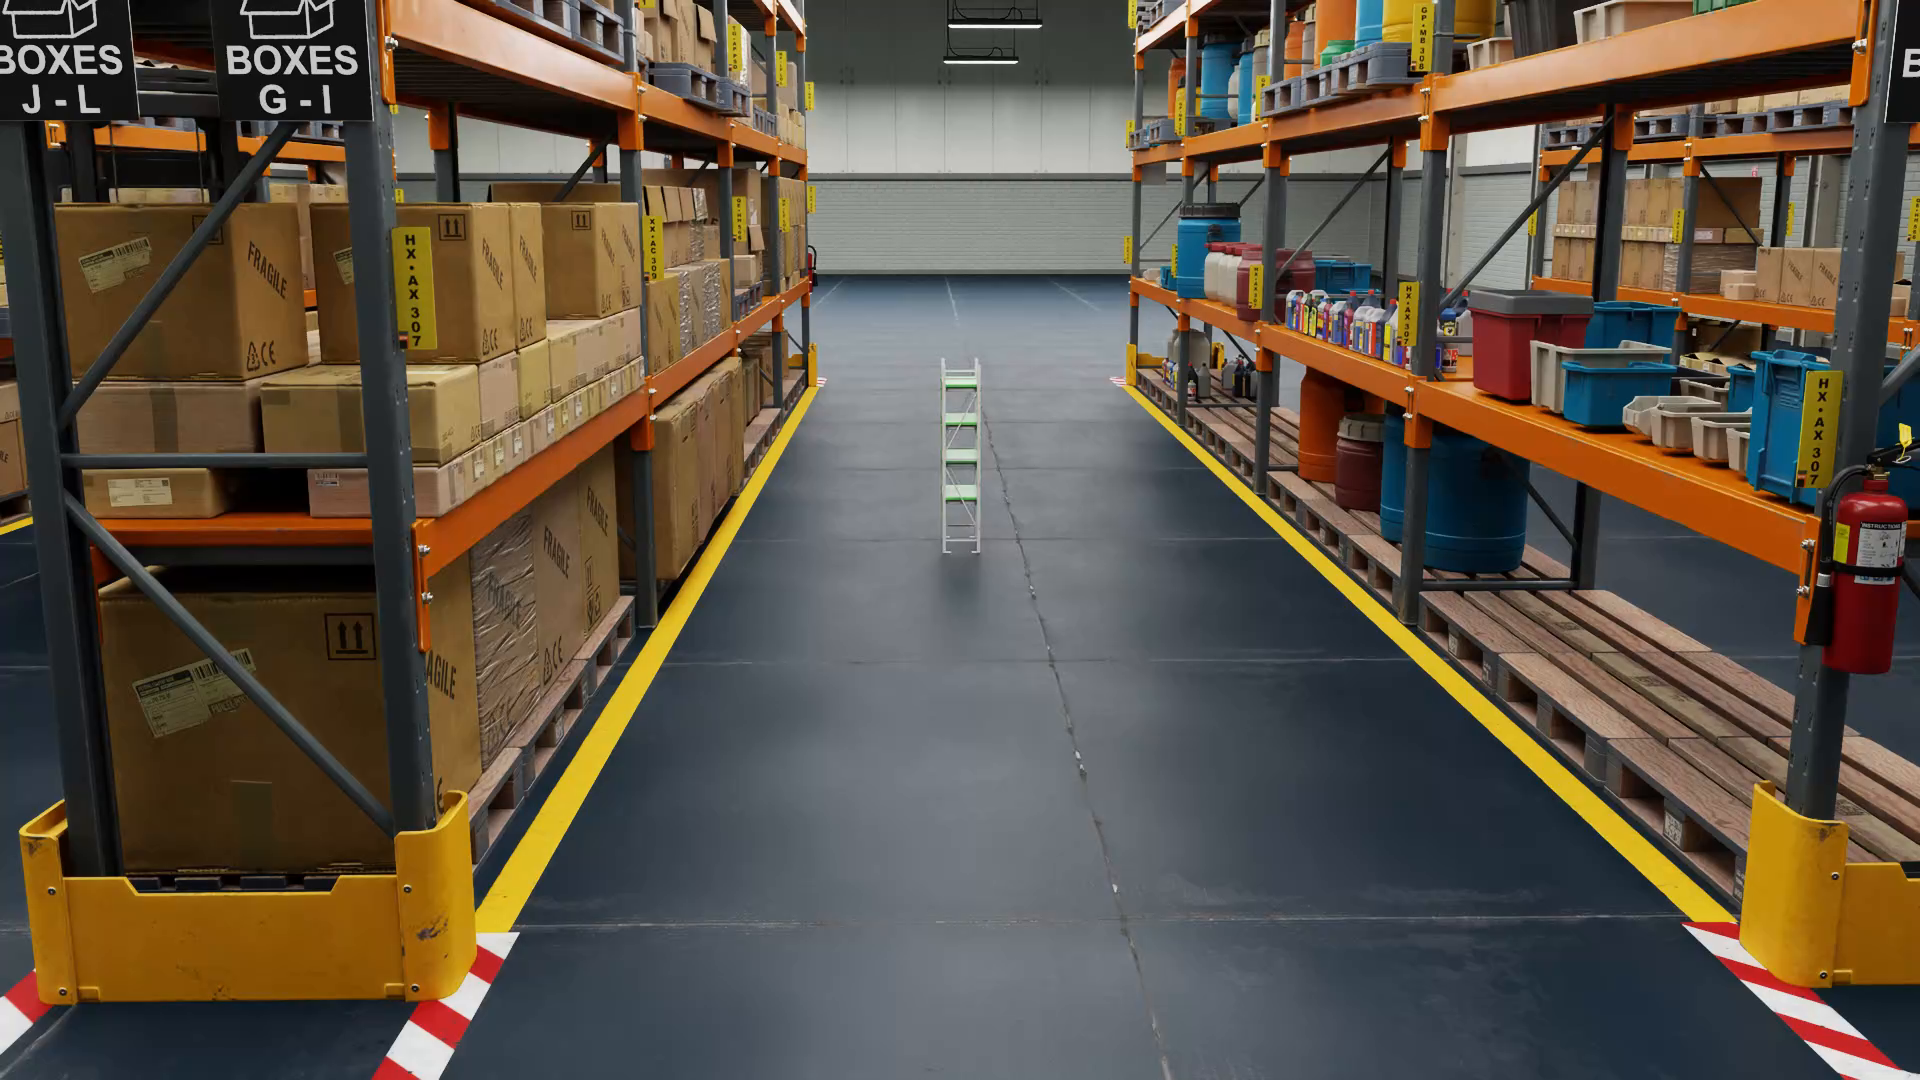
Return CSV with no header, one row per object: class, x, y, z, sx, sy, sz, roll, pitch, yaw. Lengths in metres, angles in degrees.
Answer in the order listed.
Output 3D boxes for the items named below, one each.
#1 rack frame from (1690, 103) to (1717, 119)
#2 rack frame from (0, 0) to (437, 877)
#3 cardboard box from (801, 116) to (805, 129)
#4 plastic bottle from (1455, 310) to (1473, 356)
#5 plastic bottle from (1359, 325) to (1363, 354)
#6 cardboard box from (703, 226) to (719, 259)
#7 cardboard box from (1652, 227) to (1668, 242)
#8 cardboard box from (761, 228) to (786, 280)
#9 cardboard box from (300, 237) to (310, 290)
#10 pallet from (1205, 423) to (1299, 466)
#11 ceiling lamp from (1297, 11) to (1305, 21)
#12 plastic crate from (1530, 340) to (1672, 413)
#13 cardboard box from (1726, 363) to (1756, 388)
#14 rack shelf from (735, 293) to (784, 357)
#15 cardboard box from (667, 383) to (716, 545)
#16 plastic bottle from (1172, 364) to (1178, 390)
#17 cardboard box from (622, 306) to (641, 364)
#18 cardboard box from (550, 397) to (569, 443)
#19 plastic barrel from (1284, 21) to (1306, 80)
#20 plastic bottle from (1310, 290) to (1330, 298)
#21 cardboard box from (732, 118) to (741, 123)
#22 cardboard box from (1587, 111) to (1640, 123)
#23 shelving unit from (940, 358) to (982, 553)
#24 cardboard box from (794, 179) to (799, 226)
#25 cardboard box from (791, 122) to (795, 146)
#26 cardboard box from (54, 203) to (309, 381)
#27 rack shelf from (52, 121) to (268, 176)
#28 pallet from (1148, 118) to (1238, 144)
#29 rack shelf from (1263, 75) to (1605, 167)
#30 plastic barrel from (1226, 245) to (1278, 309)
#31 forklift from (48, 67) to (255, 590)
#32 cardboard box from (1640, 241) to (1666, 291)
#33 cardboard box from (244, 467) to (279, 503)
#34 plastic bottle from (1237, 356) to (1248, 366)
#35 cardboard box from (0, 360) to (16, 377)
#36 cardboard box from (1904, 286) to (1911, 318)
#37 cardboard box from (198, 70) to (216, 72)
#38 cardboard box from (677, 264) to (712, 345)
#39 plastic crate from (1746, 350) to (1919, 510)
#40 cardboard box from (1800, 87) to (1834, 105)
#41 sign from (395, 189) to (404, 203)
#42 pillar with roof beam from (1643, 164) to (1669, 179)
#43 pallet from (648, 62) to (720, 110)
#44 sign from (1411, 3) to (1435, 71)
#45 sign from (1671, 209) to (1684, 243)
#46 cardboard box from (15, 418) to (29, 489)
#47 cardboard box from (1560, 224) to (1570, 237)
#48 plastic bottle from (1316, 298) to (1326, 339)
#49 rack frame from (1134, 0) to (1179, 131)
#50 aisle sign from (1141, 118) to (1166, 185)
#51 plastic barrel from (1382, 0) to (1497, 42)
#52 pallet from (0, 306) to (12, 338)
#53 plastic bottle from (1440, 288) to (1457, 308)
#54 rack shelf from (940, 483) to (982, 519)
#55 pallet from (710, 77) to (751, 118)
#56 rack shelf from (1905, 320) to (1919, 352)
rack frame,7.636,-5.576,15.912,1.000,3.000,0.127,0,11,-1
rack frame,-2.020,-0.211,4.554,1.000,3.000,0.127,0,11,-1
cardboard box,-2.033,-4.929,19.642,0.380,0.149,0.250,0,11,-1
plastic bottle,3.050,-1.242,9.951,0.152,0.276,0.135,0,11,-1
plastic bottle,2.468,-1.228,10.070,0.097,0.201,0.097,0,11,0
cardboard box,-2.348,-2.274,13.414,0.700,0.500,0.500,1,12,7
cardboard box,7.406,-3.157,17.195,0.380,0.149,0.250,-1,11,-3
cardboard box,-2.215,-2.881,16.714,0.875,0.500,0.500,0,11,-1
cardboard box,-7.282,-2.852,17.195,0.875,0.550,0.550,0,11,-1
pallet,2.767,-0.851,14.722,1.003,0.211,1.213,0,11,-1
ceiling lamp,8.074,-12.482,35.268,2.000,3.185,0.800,0,11,-1
plastic crate,2.697,-0.693,7.079,0.437,0.282,0.530,0,11,-1
cardboard box,7.413,-1.484,15.277,0.500,0.311,0.500,-1,11,-3
rack shelf,-2.226,-1.846,14.423,1.077,0.370,4.000,0,11,-1
cardboard box,-2.155,-0.475,10.145,1.225,0.875,0.875,-1,11,-3
plastic bottle,2.373,-1.759,17.928,0.152,0.276,0.135,0,11,0
cardboard box,-1.831,-0.991,8.031,0.500,0.250,0.500,0,11,-2
cardboard box,-1.730,-0.465,6.440,0.380,0.149,0.250,-1,11,-3
plastic barrel,2.953,-3.796,13.601,0.600,0.830,0.708,0,11,-1
plastic bottle,2.605,-1.674,12.077,0.152,0.276,0.135,0,11,-1
cardboard box,-1.940,-3.292,12.575,0.500,0.250,0.500,0,11,0
cardboard box,7.315,-4.893,18.431,0.500,0.500,0.500,0,11,-1
shelving unit,0.003,-0.555,10.778,0.258,1.200,0.503,0,11,-1
cardboard box,-2.068,-3.769,18.578,0.500,0.500,0.500,0,11,-1
cardboard box,-2.056,-4.392,17.996,0.500,0.250,0.500,0,11,-2
cardboard box,-2.293,-0.746,4.936,0.500,0.500,0.500,0,11,0
rack shelf,-7.187,-3.316,14.124,1.077,0.370,4.000,0,11,-1
pallet,2.572,-4.137,16.837,1.213,0.211,1.003,0,11,-1
rack shelf,2.808,-2.541,10.306,1.077,0.370,4.000,0,11,-1
plastic barrel,2.509,-2.260,14.314,0.433,0.535,0.433,0,11,0
forklift,-4.838,-1.296,10.074,1.130,2.935,3.031,-7,13,-30
cardboard box,7.604,-2.878,17.450,0.700,0.500,0.500,0,11,-2
cardboard box,-2.363,-0.209,5.175,0.380,0.149,0.250,0,11,-1
plastic bottle,3.070,-1.818,18.032,0.144,0.351,0.185,0,11,-2
cardboard box,-7.069,-1.025,13.171,1.050,0.750,0.750,0,11,-2
cardboard box,7.755,-1.870,12.955,0.500,0.311,0.500,0,11,2
cardboard box,-7.496,-4.490,16.423,0.500,0.250,0.500,0,11,-2
cardboard box,-1.909,-1.551,10.906,0.500,0.500,0.500,-1,11,-3
plastic crate,2.738,-0.344,4.969,0.616,0.435,0.499,0,11,-1
cardboard box,7.615,-3.858,14.309,0.500,0.250,0.500,-1,12,-6
sign,-6.769,-4.074,20.088,0.100,0.325,0.005,0,11,-1
pillar with roof beam,8.834,-8.625,30.938,9.100,9.000,0.400,0,11,-1
pallet,-2.093,-2.828,10.387,1.003,0.211,1.213,0,11,1
sign,2.299,-2.499,8.265,0.100,0.325,0.005,0,11,-1
sign,7.082,-3.097,16.402,0.100,0.325,0.005,0,11,-1
cardboard box,-6.871,-0.652,11.958,0.500,0.500,0.500,0,11,-1
cardboard box,7.355,-3.667,19.706,0.380,0.149,0.250,-1,11,-3
plastic bottle,2.445,-1.483,11.150,0.097,0.271,0.097,0,11,0
rack frame,2.601,-6.352,19.735,1.000,3.000,0.127,0,11,-1
aisle sign,2.307,-4.699,20.137,0.394,0.787,0.004,0,11,-1
plastic barrel,2.628,-2.975,9.105,0.600,0.588,0.600,0,11,0
pallet,-7.025,-1.565,11.714,1.213,0.211,1.003,0,11,-1
plastic bottle,3.187,-1.460,10.833,0.144,0.351,0.185,0,11,-1
rack shelf,0.003,-0.257,10.838,0.258,0.148,0.480,0,11,-1
pallet,-2.119,-3.051,11.483,1.213,0.211,1.003,0,11,1
rack shelf,7.760,-1.091,10.701,1.077,0.370,4.000,0,11,-1
